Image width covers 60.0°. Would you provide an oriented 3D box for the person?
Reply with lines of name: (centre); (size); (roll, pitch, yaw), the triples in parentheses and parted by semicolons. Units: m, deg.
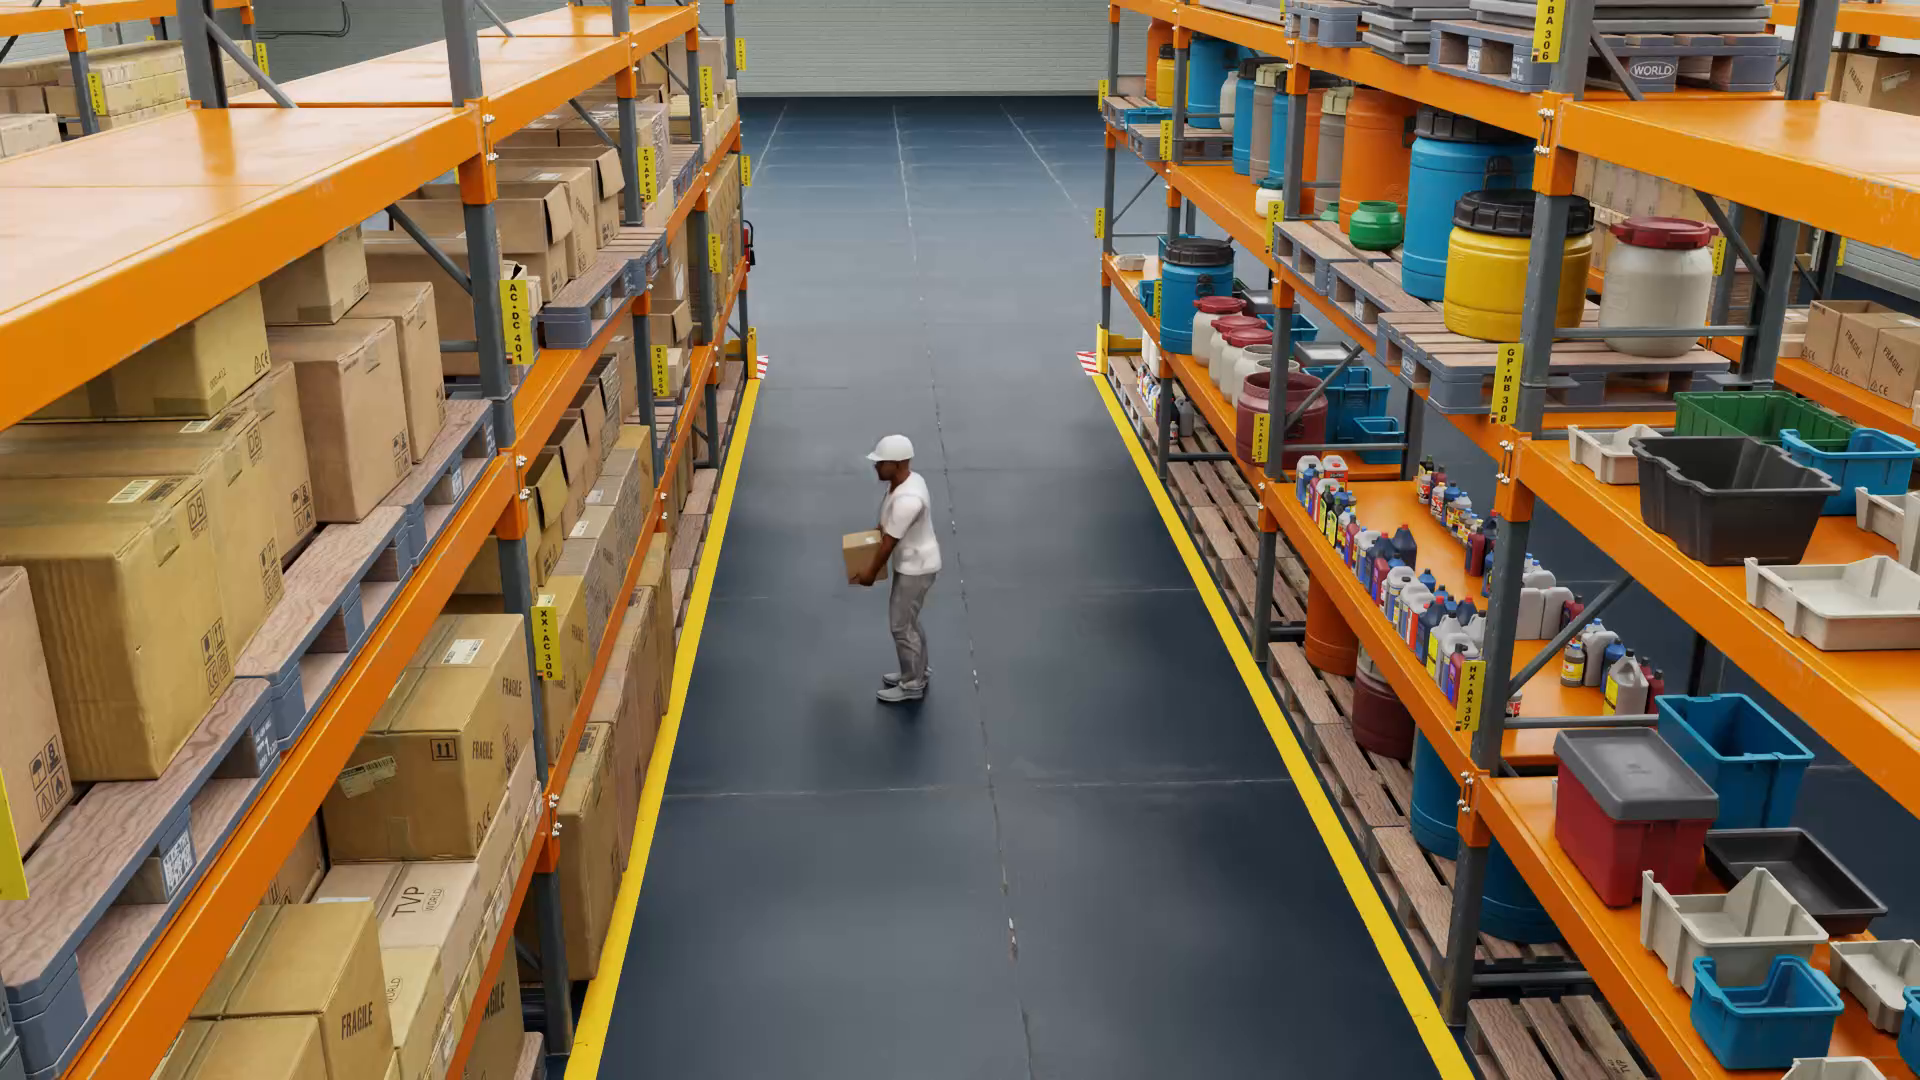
person: (-0.410, 0.177, 10.584); (0.582, 1.750, 0.505); (-1, 20, -4)
